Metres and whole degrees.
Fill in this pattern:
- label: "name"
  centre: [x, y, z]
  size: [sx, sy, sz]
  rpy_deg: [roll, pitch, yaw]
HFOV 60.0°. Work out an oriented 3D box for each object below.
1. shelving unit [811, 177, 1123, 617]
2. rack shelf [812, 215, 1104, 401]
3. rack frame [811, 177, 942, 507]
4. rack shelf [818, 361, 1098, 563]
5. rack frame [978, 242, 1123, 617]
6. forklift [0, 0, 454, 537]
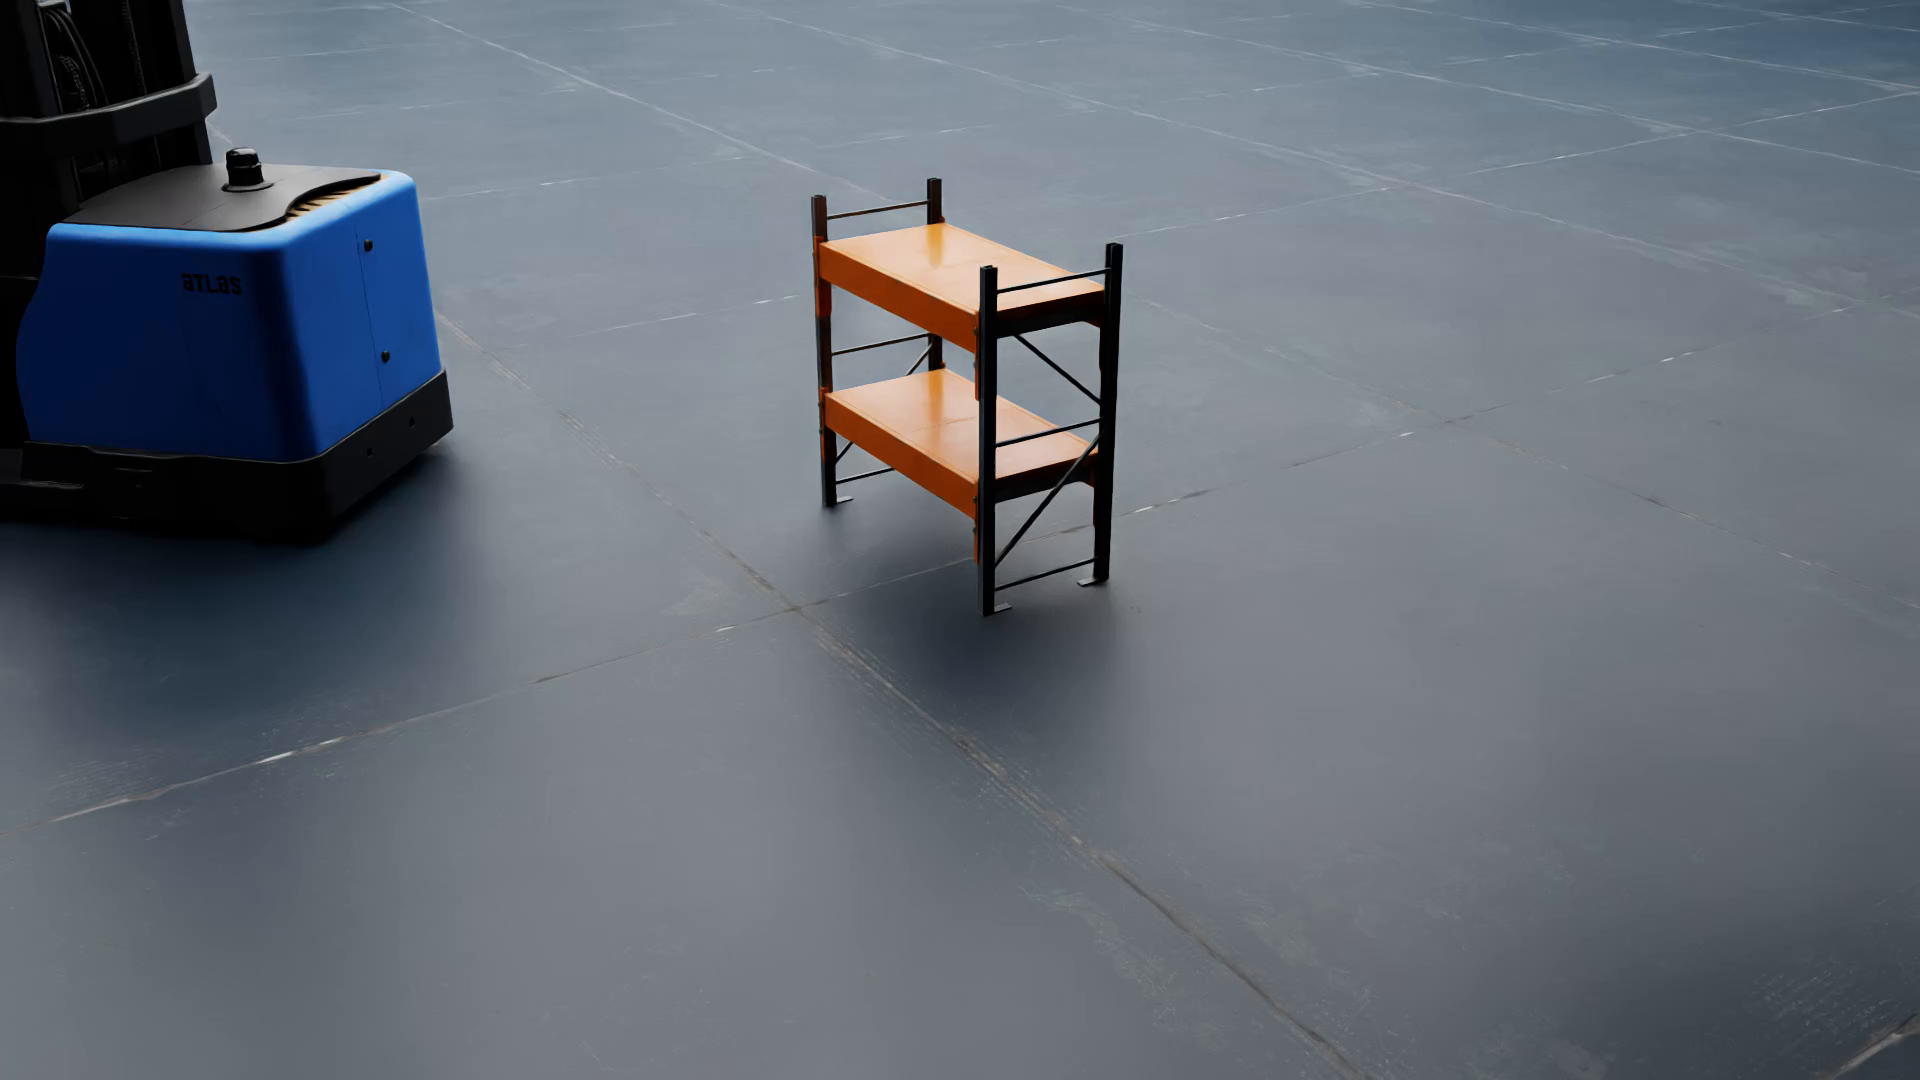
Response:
- label: "shelving unit"
  centre: [-0.004, -0.511, 5.515]
  size: [0.538, 1.125, 1.048]
  rpy_deg: [-16, 29, -30]
- label: "rack shelf"
  centre: [-0.004, -0.776, 5.390]
  size: [0.538, 0.278, 1.000]
  rpy_deg: [-16, 29, -30]
- label: "rack frame"
  centre: [-0.281, -0.693, 5.900]
  size: [0.500, 1.125, 0.032]
  rpy_deg: [-16, 29, -30]
- label: "rack shelf"
  centre: [-0.004, -0.290, 5.619]
  size: [0.538, 0.278, 1.000]
  rpy_deg: [-16, 29, -30]
- label: "rack frame"
  centre: [0.274, -0.329, 5.130]
  size: [0.500, 1.125, 0.032]
  rpy_deg: [-16, 29, -30]
- label: "forklift"
  centre: [-3.554, -1.643, 5.796]
  size: [3.031, 2.935, 1.130]
  rpy_deg: [5, 26, 11]
